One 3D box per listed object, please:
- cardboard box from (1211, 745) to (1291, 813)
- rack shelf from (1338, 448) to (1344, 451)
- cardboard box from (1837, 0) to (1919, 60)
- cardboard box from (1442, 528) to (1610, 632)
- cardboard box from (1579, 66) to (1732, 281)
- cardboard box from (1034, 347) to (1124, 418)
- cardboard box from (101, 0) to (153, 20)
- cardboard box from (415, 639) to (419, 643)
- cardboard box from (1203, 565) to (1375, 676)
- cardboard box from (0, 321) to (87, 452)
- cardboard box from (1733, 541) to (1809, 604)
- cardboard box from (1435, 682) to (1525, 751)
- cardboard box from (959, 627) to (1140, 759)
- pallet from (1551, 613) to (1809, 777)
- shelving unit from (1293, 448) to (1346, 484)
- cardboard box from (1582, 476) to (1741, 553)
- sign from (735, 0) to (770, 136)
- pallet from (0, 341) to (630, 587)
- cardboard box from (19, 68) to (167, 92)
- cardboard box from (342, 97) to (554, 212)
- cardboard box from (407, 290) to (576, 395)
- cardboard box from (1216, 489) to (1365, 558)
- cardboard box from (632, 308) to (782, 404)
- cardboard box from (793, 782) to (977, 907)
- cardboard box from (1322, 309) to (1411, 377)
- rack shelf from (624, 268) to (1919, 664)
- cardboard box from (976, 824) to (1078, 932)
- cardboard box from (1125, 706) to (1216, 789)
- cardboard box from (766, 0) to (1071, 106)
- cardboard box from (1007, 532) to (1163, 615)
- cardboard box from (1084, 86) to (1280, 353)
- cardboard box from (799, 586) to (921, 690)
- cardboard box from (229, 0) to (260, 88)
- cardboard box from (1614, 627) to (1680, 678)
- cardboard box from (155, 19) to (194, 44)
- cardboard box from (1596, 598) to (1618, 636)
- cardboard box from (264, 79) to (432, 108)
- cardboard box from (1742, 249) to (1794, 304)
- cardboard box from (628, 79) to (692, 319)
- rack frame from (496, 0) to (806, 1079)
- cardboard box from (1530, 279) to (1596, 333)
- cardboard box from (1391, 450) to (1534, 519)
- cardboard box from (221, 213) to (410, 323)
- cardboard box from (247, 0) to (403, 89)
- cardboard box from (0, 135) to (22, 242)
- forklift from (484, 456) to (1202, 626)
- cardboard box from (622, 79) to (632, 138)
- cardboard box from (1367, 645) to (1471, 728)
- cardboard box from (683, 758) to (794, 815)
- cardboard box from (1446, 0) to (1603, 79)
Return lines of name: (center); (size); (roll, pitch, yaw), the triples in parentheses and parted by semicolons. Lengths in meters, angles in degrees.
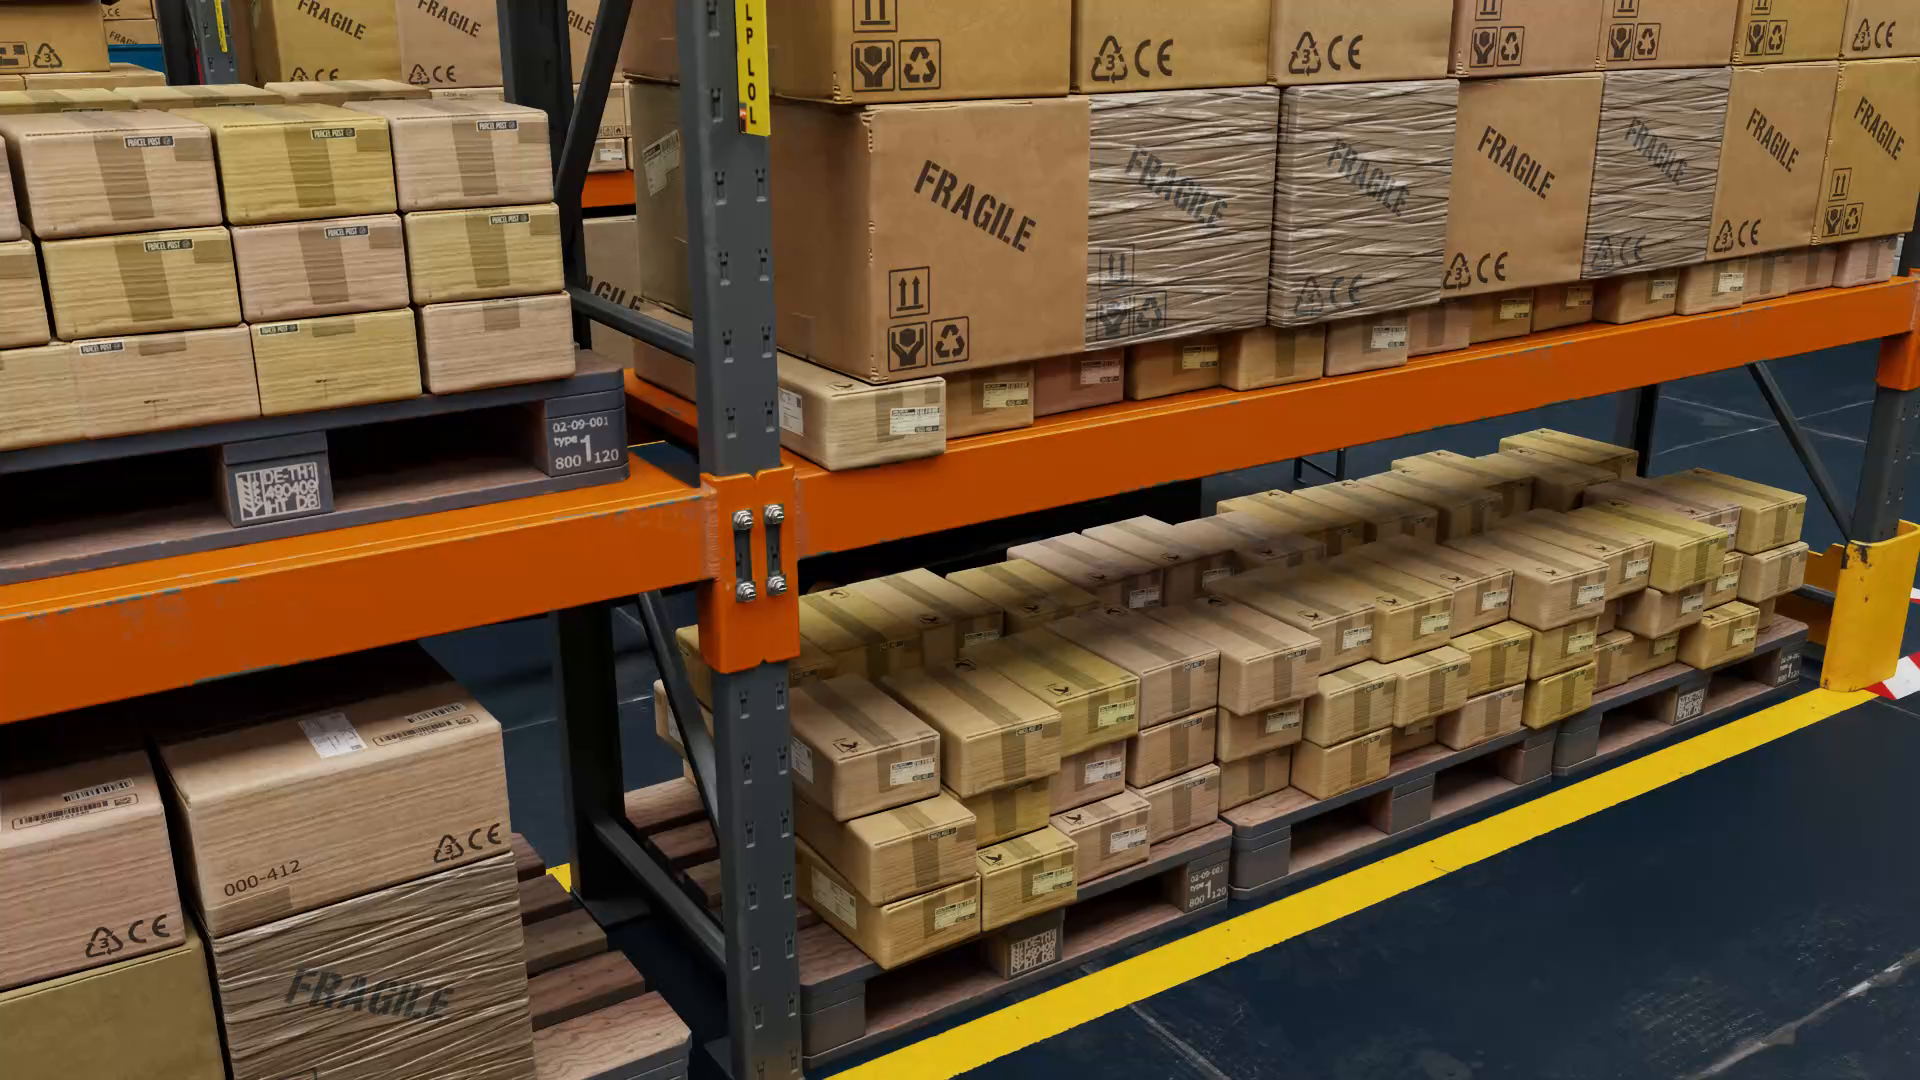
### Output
cardboard box: (0.627, 0.533, 4.280); (0.250, 0.149, 0.380); (-13, 23, -34)
rack shelf: (1.238, -0.585, 7.150); (0.720, 0.370, 0.431); (-6, 20, -17)
cardboard box: (2.450, -1.640, 4.732); (0.500, 0.500, 0.500); (-12, 22, -32)
cardboard box: (1.560, 0.105, 4.619); (0.250, 0.149, 0.380); (-11, 22, -29)
cardboard box: (1.611, -0.985, 4.353); (0.500, 0.500, 0.500); (-12, 22, -31)
cardboard box: (0.140, -0.391, 3.609); (0.250, 0.149, 0.380); (-13, 23, -34)
cardboard box: (-7.755, -5.036, 15.239); (0.500, 0.500, 0.500); (-13, 22, -33)
cardboard box: (-1.408, 0.268, 3.344); (0.500, 0.250, 0.500); (-13, 23, -34)
cardboard box: (0.848, 0.208, 4.313); (0.250, 0.149, 0.380); (-13, 23, -34)
cardboard box: (-1.503, -0.245, 2.522); (0.250, 0.149, 0.380); (-13, 23, -34)
cardboard box: (2.412, 0.054, 5.232); (0.250, 0.149, 0.380); (-13, 22, -33)
cardboard box: (1.327, 0.422, 4.609); (0.250, 0.149, 0.380); (-11, 22, -30)
cardboard box: (0.203, 0.353, 3.884); (0.250, 0.149, 0.380); (-12, 22, -32)
pallet: (1.934, 0.342, 5.402); (1.213, 0.211, 1.003); (-12, 22, -31)
shelving unit: (1.238, -0.893, 7.046); (0.755, 1.500, 0.431); (-6, 20, -17)
cardboard box: (2.151, -0.066, 5.123); (0.250, 0.149, 0.380); (-11, 22, -30)
sign: (-0.337, -0.822, 2.684); (0.005, 0.325, 0.100); (-12, 22, -31)
pallet: (-1.364, -0.234, 3.054); (1.213, 0.211, 1.003); (-12, 22, -31)
cardboard box: (-3.529, -1.657, 6.808); (0.500, 0.500, 0.500); (-12, 22, -31)
cardboard box: (-0.873, -0.660, 2.821); (0.250, 0.149, 0.380); (-11, 21, -29)
cardboard box: (-0.868, -0.378, 2.916); (0.250, 0.149, 0.380); (-12, 22, -33)
cardboard box: (0.983, -0.017, 4.979); (0.250, 0.149, 0.380); (-12, 22, -31)
cardboard box: (-0.535, -0.415, 3.681); (0.250, 0.149, 0.380); (-12, 22, -32)
cardboard box: (-0.166, 0.611, 3.584); (0.250, 0.149, 0.380); (-11, 21, -29)
cardboard box: (0.844, -0.509, 3.960); (0.250, 0.149, 0.380); (-11, 21, -29)
rack shelf: (1.025, -0.433, 4.464); (4.000, 0.370, 1.077); (-12, 22, -31)
cardboard box: (0.058, 0.705, 3.770); (0.250, 0.149, 0.380); (-11, 22, -30)
cardboard box: (0.406, 0.443, 4.081); (0.250, 0.149, 0.380); (-13, 23, -34)
cardboard box: (-0.134, -1.097, 3.125); (0.500, 0.500, 0.500); (-11, 22, -30)
cardboard box: (0.339, 0.118, 4.580); (0.250, 0.149, 0.380); (-13, 23, -34)
cardboard box: (0.316, -0.718, 3.565); (0.500, 0.500, 0.500); (-12, 22, -31)
cardboard box: (-0.300, 0.261, 4.157); (0.250, 0.149, 0.380); (-12, 22, -31)
cardboard box: (-3.052, -2.343, 7.591); (0.500, 0.500, 0.500); (-11, 22, -30)
cardboard box: (1.943, 0.270, 5.057); (0.250, 0.149, 0.380); (-12, 22, -32)
cardboard box: (-7.313, -4.659, 15.685); (0.500, 0.500, 0.500); (-12, 22, -32)
cardboard box: (1.698, 0.166, 4.901); (0.250, 0.149, 0.380); (-12, 22, -32)
cardboard box: (-1.227, -0.836, 3.343); (0.250, 0.149, 0.380); (-11, 21, -29)
cardboard box: (2.149, -0.792, 4.795); (0.250, 0.149, 0.380); (-12, 22, -32)
cardboard box: (-0.397, -0.770, 3.719); (0.500, 0.500, 0.500); (-12, 22, -31)
rack frame: (-0.645, -0.421, 3.307); (0.127, 3.000, 1.000); (-12, 22, -31)
cardboard box: (1.454, -0.670, 4.436); (0.250, 0.149, 0.380); (-13, 23, -34)
cardboard box: (1.626, -0.164, 5.412); (0.250, 0.149, 0.380); (-12, 22, -32)
cardboard box: (-1.088, -0.472, 2.730); (0.250, 0.149, 0.380); (-12, 22, -31)
cardboard box: (-2.748, -2.207, 7.187); (0.500, 0.500, 0.500); (-12, 22, -31)
cardboard box: (-1.533, -0.521, 2.410); (0.250, 0.149, 0.380); (-12, 22, -32)
forklift: (-0.516, -1.273, 5.933); (3.031, 2.935, 1.130); (-13, 22, -33)
cardboard box: (-1.488, -2.112, 8.078); (0.500, 0.250, 0.500); (-12, 22, -31)
cardboard box: (1.114, 0.337, 4.395); (0.250, 0.149, 0.380); (-12, 22, -31)
cardboard box: (-0.505, 0.570, 4.170); (0.250, 0.149, 0.380); (-12, 22, -31)
cardboard box: (1.158, -1.363, 3.912); (0.500, 0.500, 0.500); (-13, 23, -33)
